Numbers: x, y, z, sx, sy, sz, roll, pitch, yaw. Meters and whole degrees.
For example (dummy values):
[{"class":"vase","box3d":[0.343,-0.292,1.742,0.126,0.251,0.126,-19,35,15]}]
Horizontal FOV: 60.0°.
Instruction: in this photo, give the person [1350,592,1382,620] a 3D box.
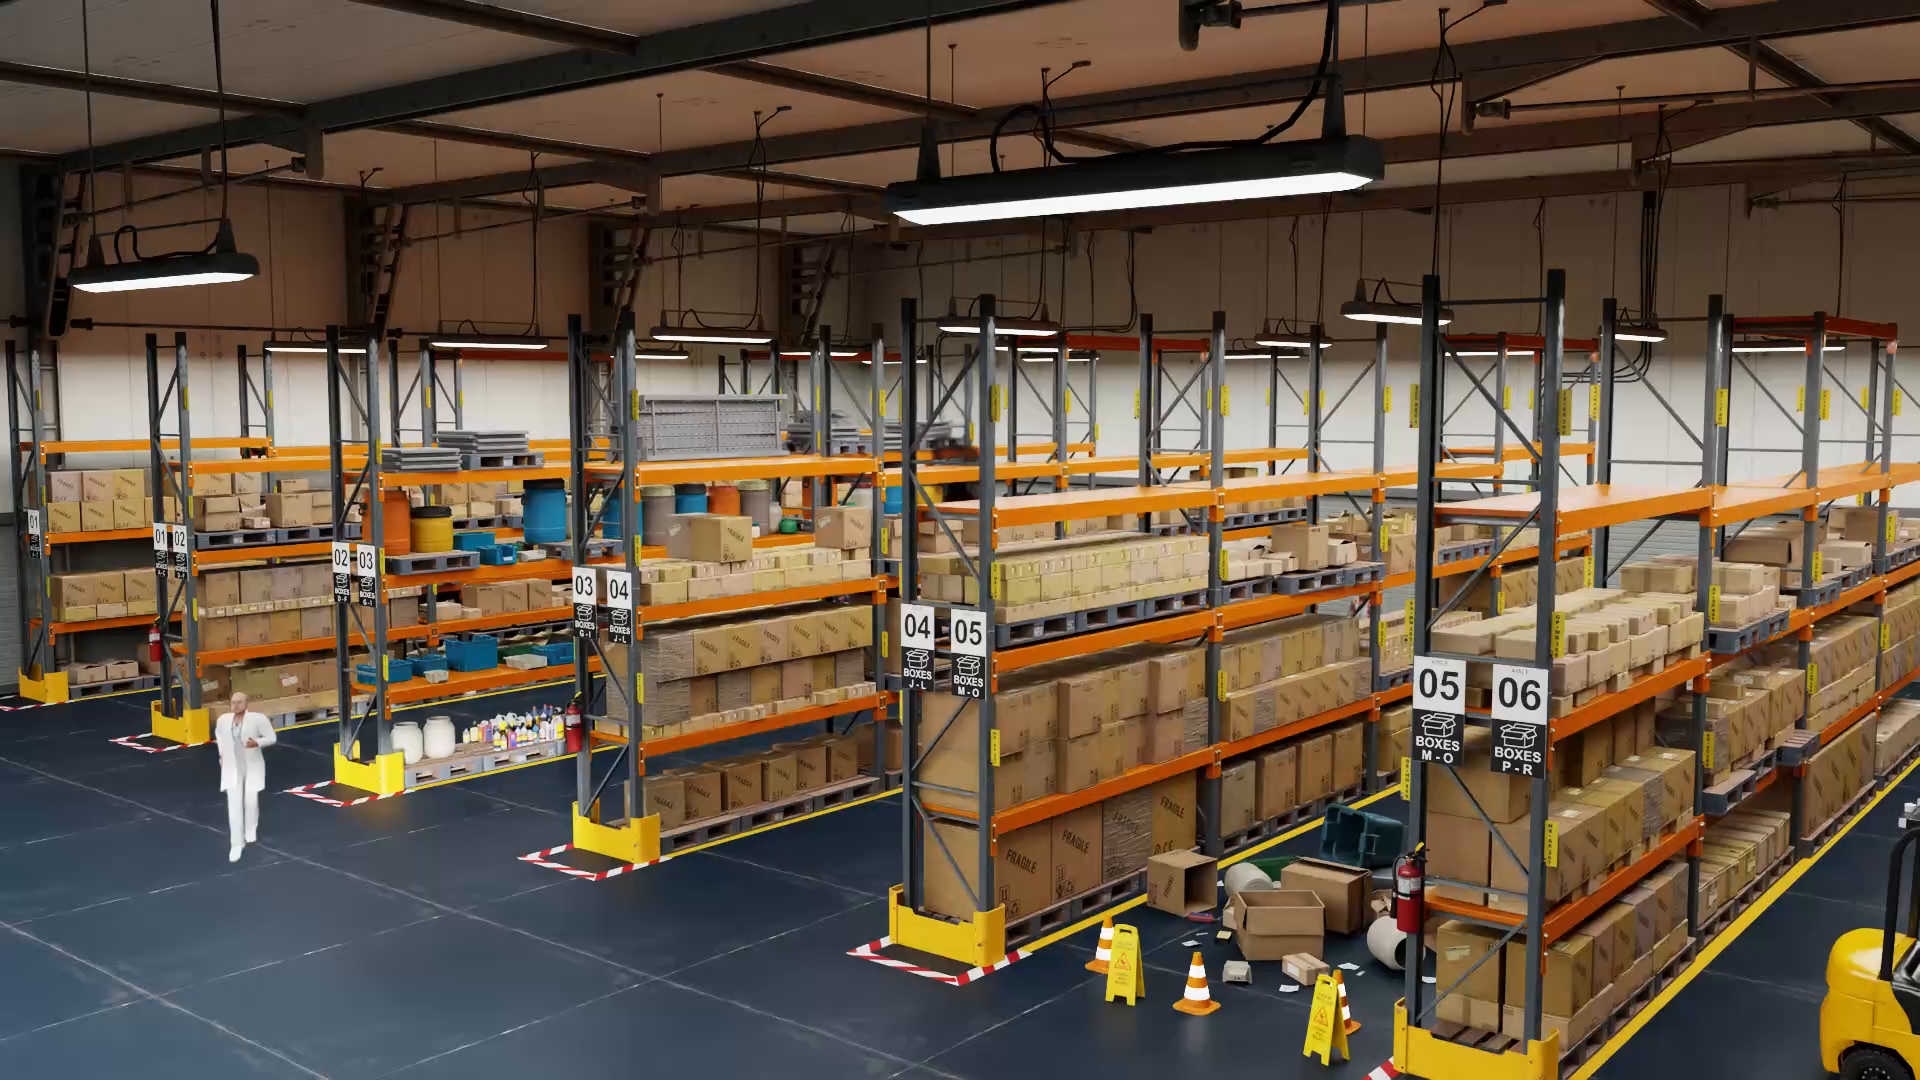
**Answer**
[{"class":"person","box3d":[7.106,1.653,29.314,0.653,1.784,0.700,3,6,31]}]

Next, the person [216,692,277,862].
[{"class":"person","box3d":[-8.014,2.603,18.671,0.674,1.834,0.929,-1,5,-15]}]
